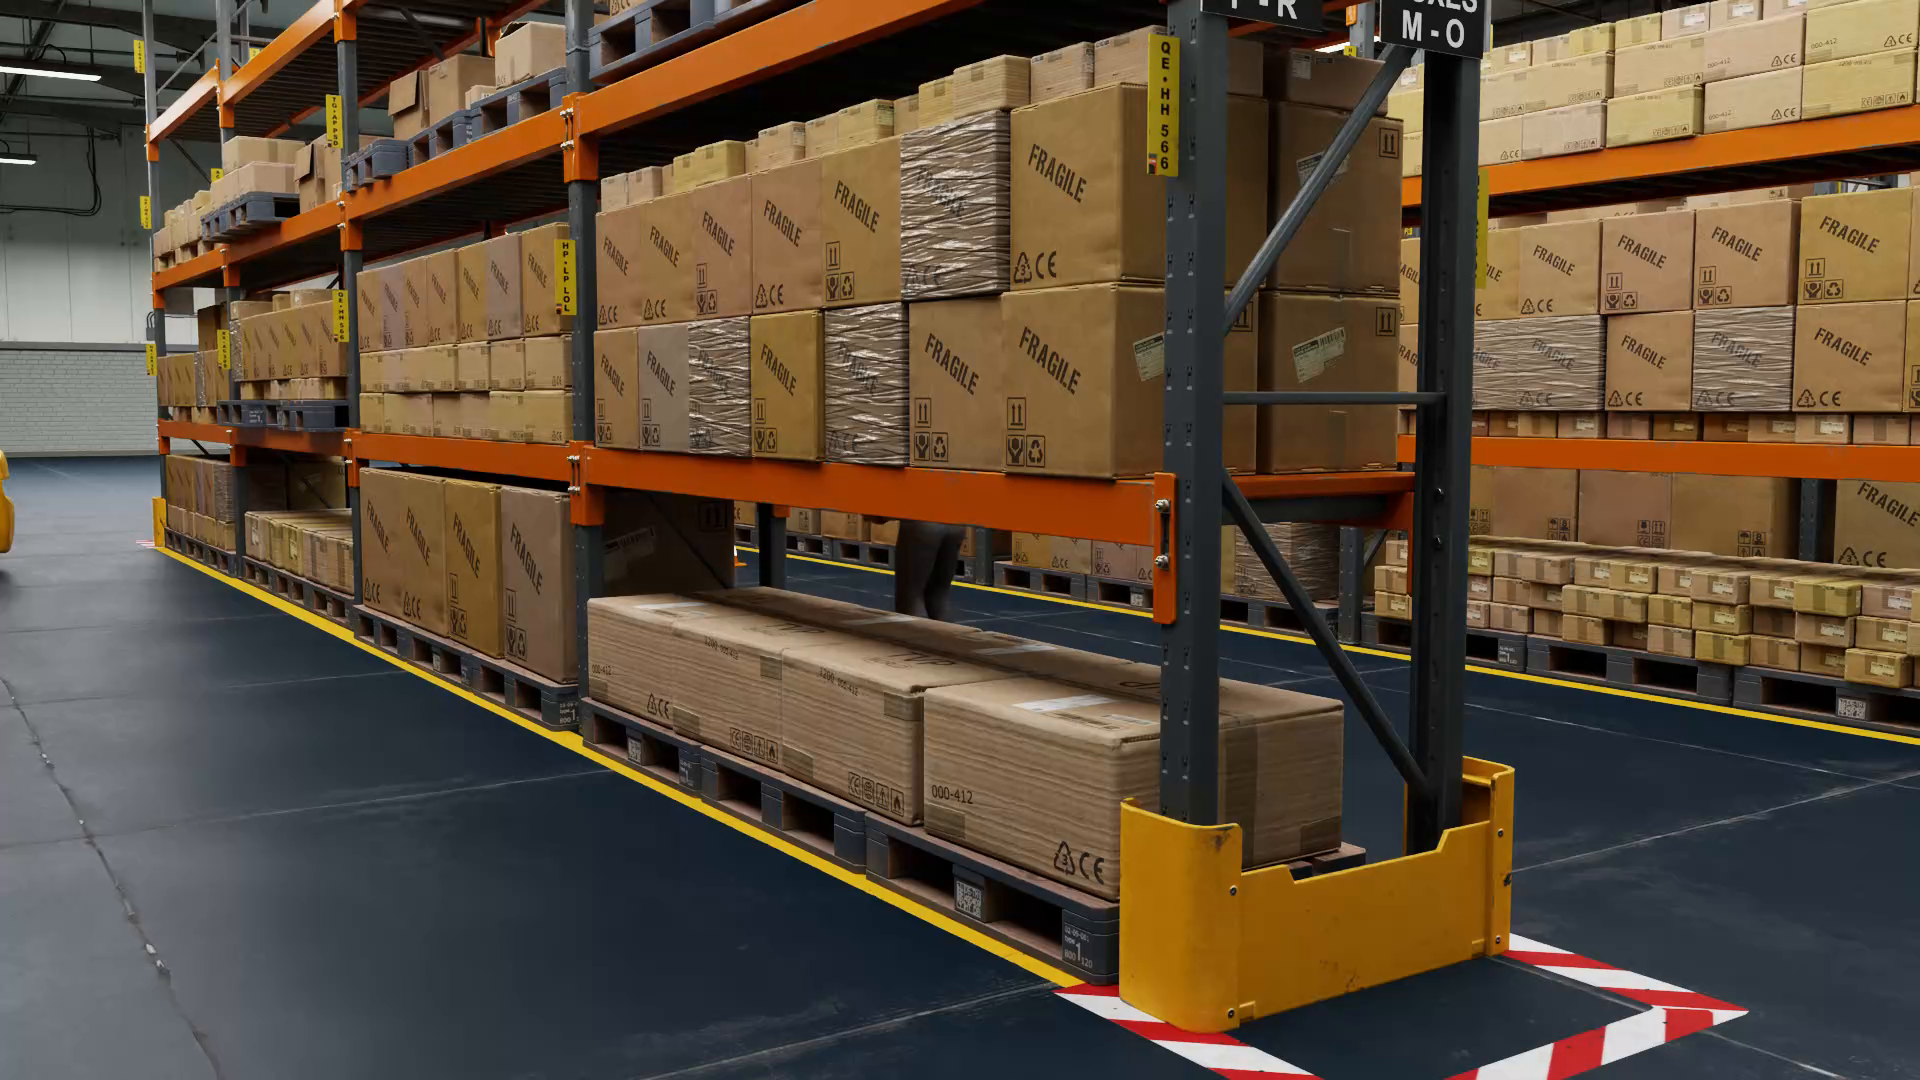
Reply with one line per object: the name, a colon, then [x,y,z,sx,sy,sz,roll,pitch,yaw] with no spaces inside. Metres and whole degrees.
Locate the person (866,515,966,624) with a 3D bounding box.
person: [-0.219,-0.045,8.703,0.521,1.645,0.449,4,6,42]
